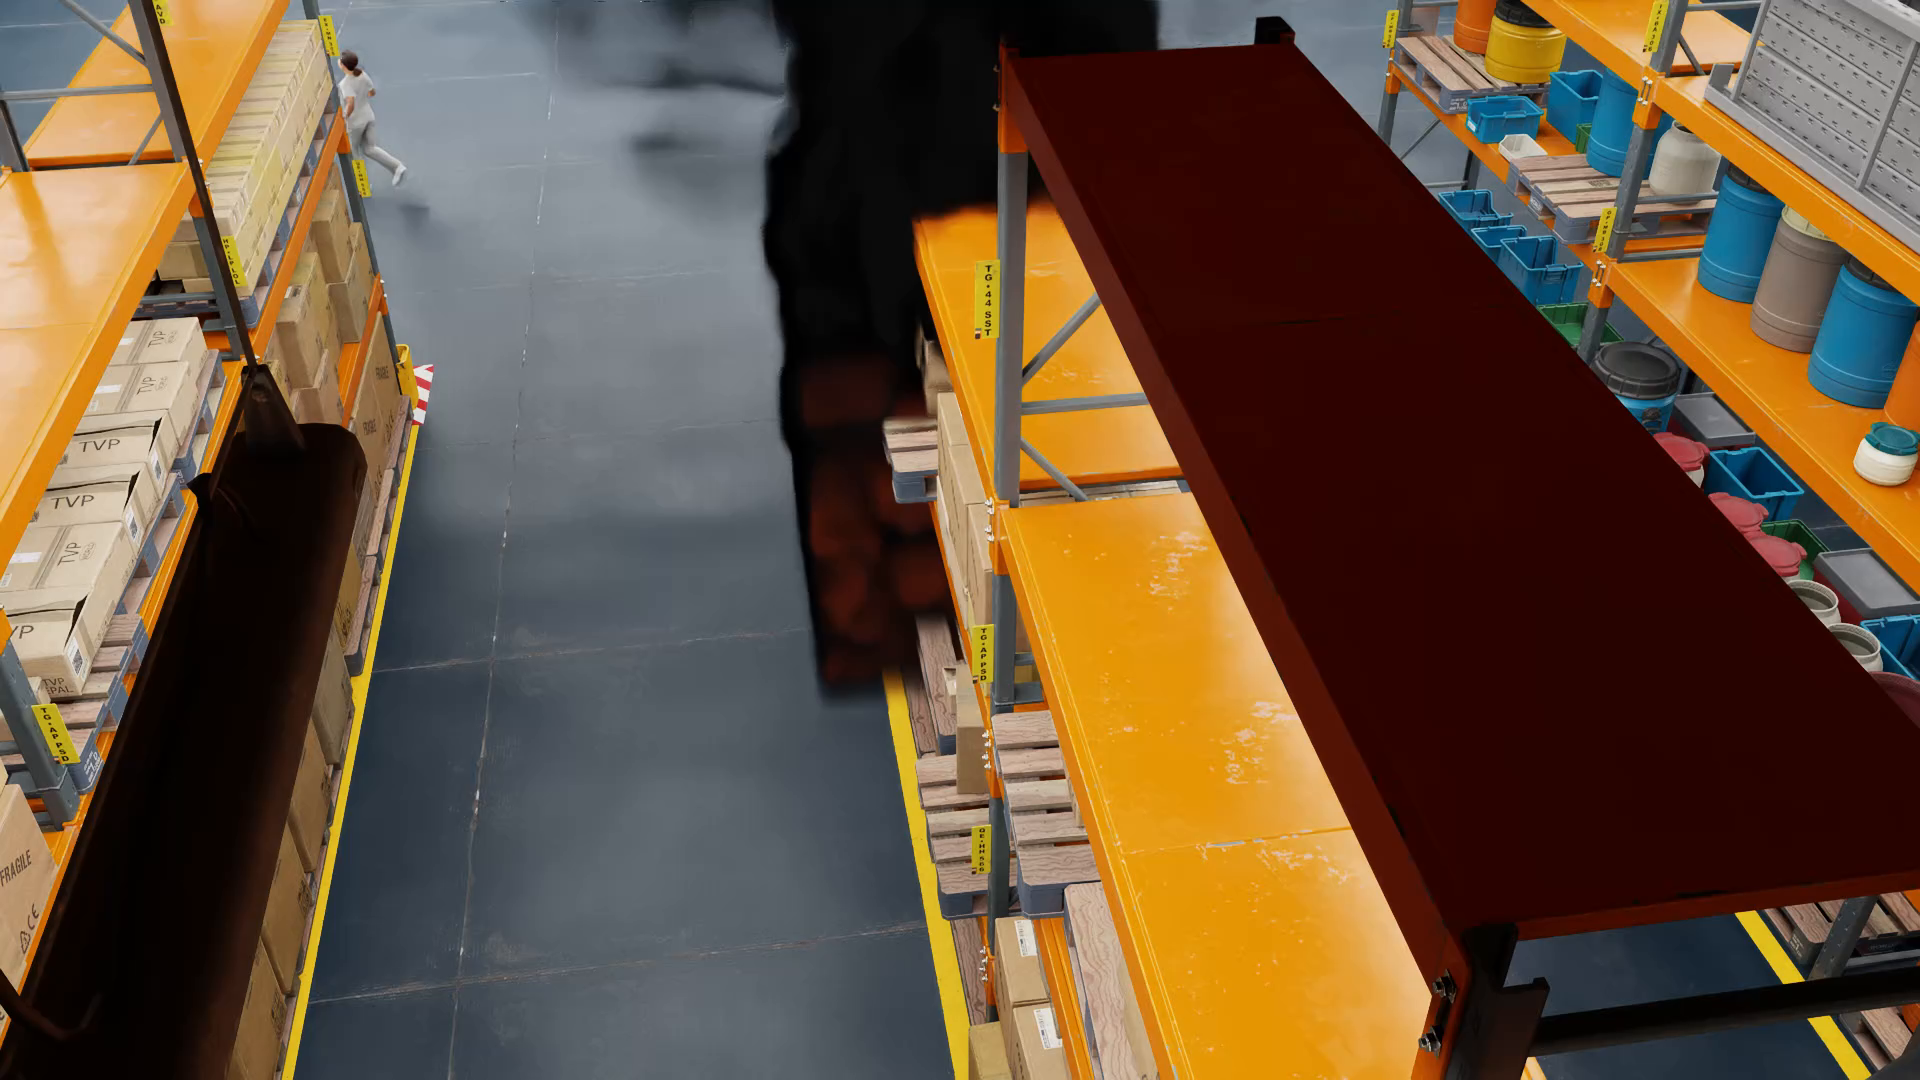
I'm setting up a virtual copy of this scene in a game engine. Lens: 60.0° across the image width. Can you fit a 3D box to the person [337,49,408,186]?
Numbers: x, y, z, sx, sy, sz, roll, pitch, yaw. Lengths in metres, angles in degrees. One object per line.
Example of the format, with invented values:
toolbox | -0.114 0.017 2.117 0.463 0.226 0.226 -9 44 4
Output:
person | -6.575 -4.576 18.290 0.881 1.660 0.567 14 39 19
